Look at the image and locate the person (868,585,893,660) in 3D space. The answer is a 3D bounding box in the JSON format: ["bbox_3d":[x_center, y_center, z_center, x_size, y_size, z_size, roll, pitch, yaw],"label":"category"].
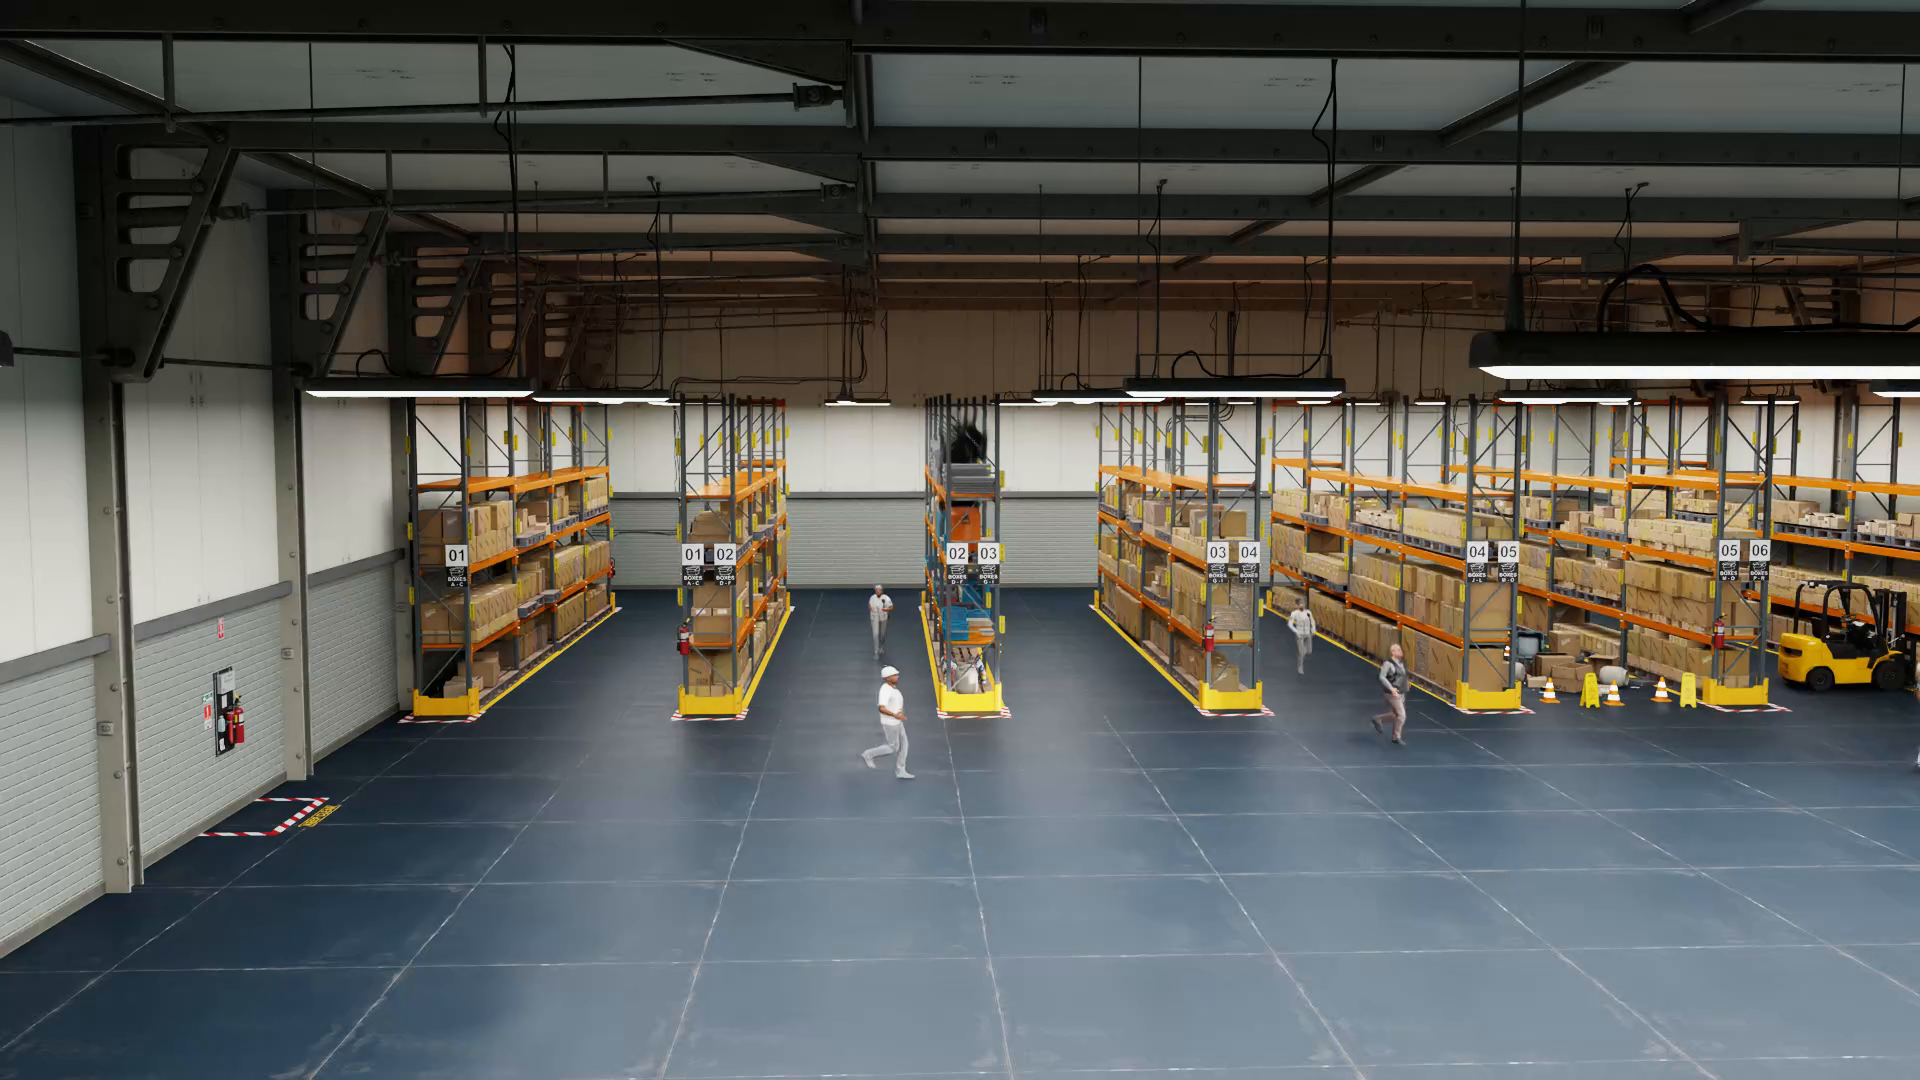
[{"bbox_3d":[-1.823,1.874,38.279,0.587,1.702,0.866,0,5,0],"label":"person"}]

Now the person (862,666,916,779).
[{"bbox_3d":[-1.095,2.824,25.753,0.831,1.748,0.701,1,5,11],"label":"person"}]

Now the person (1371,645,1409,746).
[{"bbox_3d":[7.369,2.633,28.498,0.712,1.721,0.667,4,6,44],"label":"person"}]

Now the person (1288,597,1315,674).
[{"bbox_3d":[7.414,2.059,35.998,0.623,1.664,0.497,-1,5,-7],"label":"person"}]
